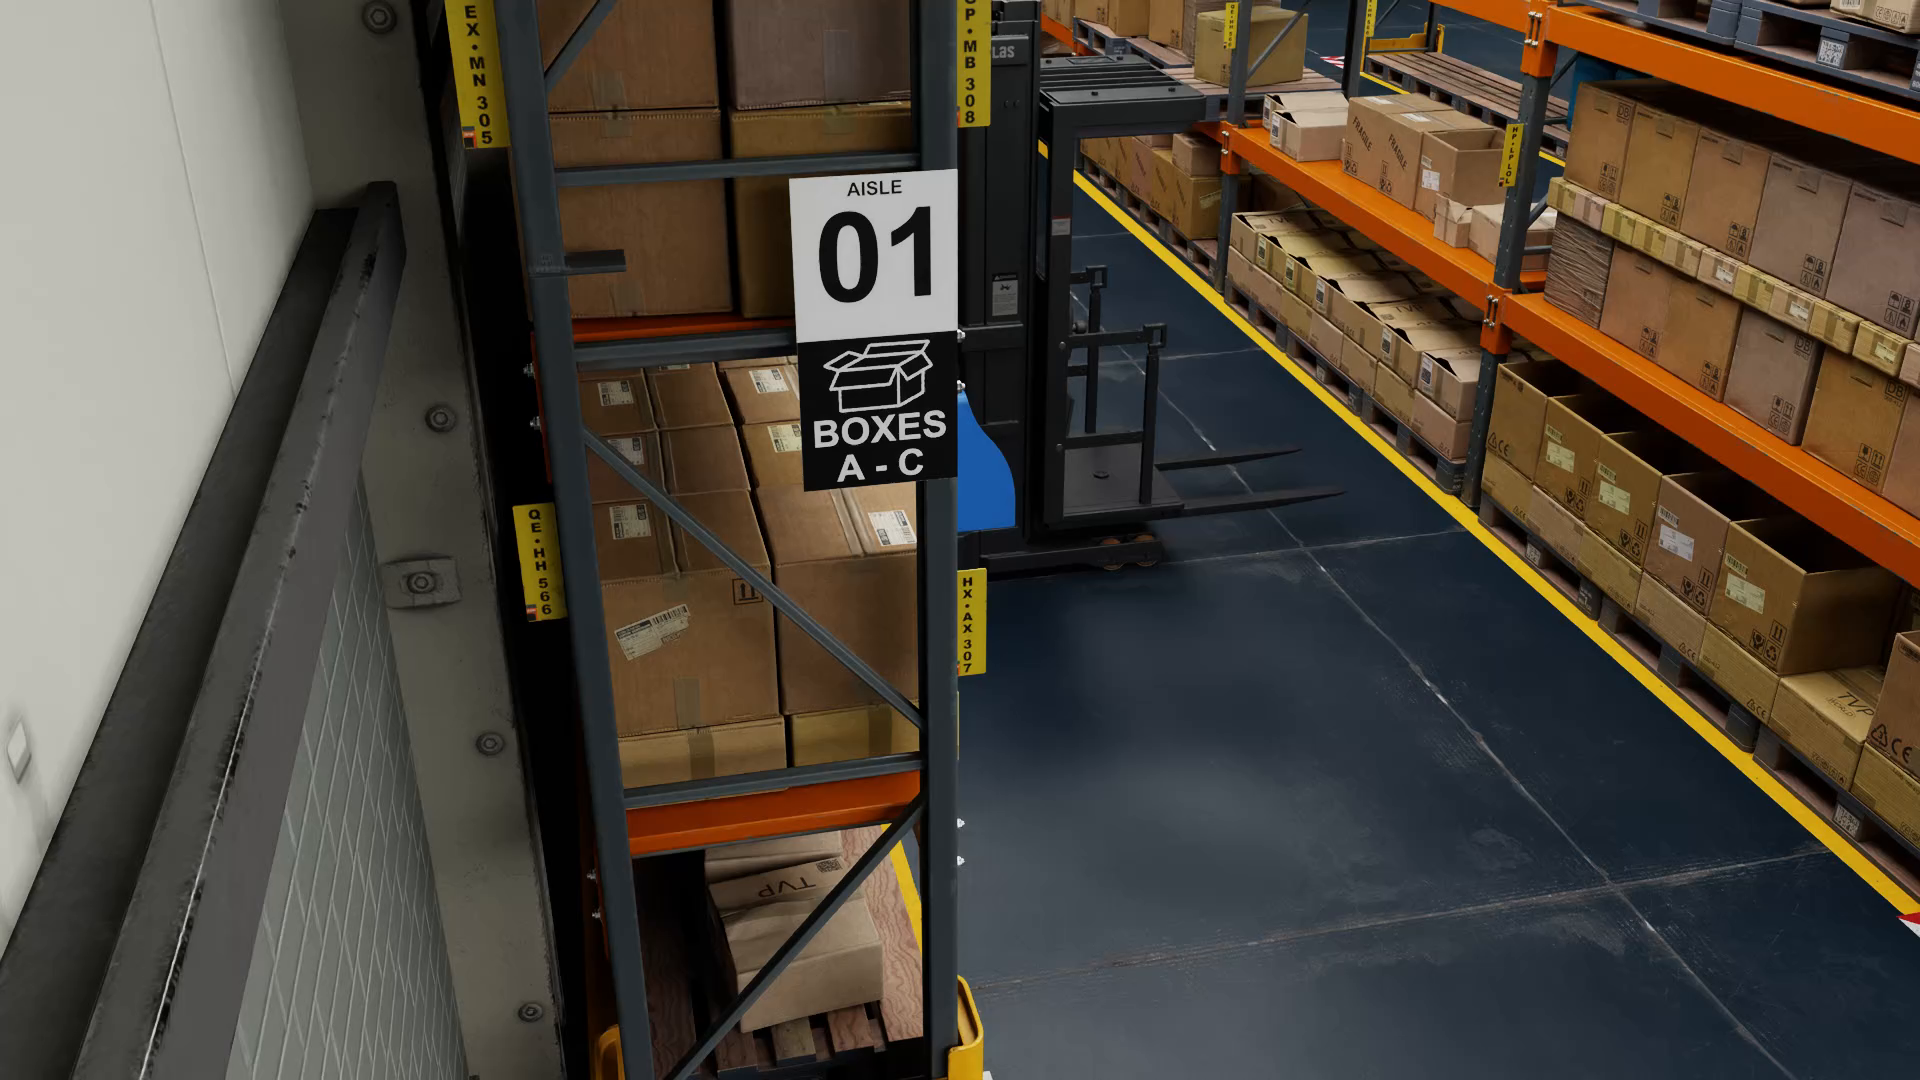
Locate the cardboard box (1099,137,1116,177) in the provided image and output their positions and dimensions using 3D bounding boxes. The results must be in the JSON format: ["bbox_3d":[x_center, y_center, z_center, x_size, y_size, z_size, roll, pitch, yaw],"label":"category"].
[{"bbox_3d":[1.617,-3.716,15.568,0.500,0.500,0.500,-6,27,-11],"label":"cardboard box"}]

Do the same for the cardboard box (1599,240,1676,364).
[{"bbox_3d":[3.649,-1.213,8.213,0.700,0.500,0.500,-6,27,-12],"label":"cardboard box"}]

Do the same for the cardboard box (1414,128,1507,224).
[{"bbox_3d":[3.142,-2.208,10.184,0.500,0.500,0.500,-4,27,-8],"label":"cardboard box"}]

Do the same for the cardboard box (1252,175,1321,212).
[{"bbox_3d":[2.692,-2.659,13.474,0.500,0.500,0.500,-5,27,-9],"label":"cardboard box"}]

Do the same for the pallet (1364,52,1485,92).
[{"bbox_3d":[5.688,-5.752,20.411,1.003,0.211,1.213,-6,27,-12],"label":"pallet"}]

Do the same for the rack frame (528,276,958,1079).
[{"bbox_3d":[-0.507,0.667,4.599,1.000,3.000,0.127,-6,27,-12],"label":"rack frame"}]

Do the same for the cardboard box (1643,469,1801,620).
[{"bbox_3d":[3.557,0.006,7.663,0.500,0.500,0.500,-6,27,-12],"label":"cardboard box"}]

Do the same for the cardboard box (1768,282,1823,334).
[{"bbox_3d":[3.695,-1.000,7.072,0.380,0.149,0.250,-6,27,-12],"label":"cardboard box"}]

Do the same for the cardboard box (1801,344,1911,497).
[{"bbox_3d":[3.997,-0.537,6.873,0.700,0.500,0.500,-6,27,-11],"label":"cardboard box"}]

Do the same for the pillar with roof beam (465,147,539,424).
[{"bbox_3d":[1.335,-5.301,9.766,9.100,9.000,0.400,-6,27,-12],"label":"pillar with roof beam"}]

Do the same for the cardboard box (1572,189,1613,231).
[{"bbox_3d":[3.346,-1.680,8.418,0.380,0.149,0.250,-6,27,-11],"label":"cardboard box"}]

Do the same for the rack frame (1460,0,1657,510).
[{"bbox_3d":[3.417,-1.593,9.078,1.000,3.000,0.127,-6,27,-12],"label":"rack frame"}]

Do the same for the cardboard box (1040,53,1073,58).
[{"bbox_3d":[1.186,-5.011,18.132,0.797,0.503,0.637,-6,27,-12],"label":"cardboard box"}]

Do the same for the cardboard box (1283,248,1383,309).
[{"bbox_3d":[2.587,-1.846,11.541,0.500,0.311,0.500,-7,28,-13],"label":"cardboard box"}]

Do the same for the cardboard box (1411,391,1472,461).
[{"bbox_3d":[3.042,-0.706,9.905,0.500,0.250,0.500,-6,27,-12],"label":"cardboard box"}]

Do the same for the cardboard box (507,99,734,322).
[{"bbox_3d":[-0.847,-0.883,4.208,0.500,0.500,0.500,-4,27,-8],"label":"cardboard box"}]

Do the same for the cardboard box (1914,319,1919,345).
[{"bbox_3d":[4.090,-0.921,6.195,0.700,0.500,0.500,-7,28,-13],"label":"cardboard box"}]

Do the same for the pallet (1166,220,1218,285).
[{"bbox_3d":[2.385,-2.436,13.842,1.003,0.211,1.213,-6,27,-12],"label":"pallet"}]

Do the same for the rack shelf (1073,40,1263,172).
[{"bbox_3d":[2.065,-3.906,14.458,1.077,0.370,4.000,-6,27,-12],"label":"rack shelf"}]

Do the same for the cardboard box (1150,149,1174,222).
[{"bbox_3d":[1.960,-3.044,14.237,0.500,0.500,0.500,-7,28,-13],"label":"cardboard box"}]

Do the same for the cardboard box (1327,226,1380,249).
[{"bbox_3d":[2.997,-2.127,12.098,0.500,0.311,0.500,-6,27,-12],"label":"cardboard box"}]

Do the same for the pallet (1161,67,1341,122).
[{"bbox_3d":[2.295,-3.554,13.175,1.213,0.211,1.003,-6,27,-12],"label":"pallet"}]

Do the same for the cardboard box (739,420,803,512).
[{"bbox_3d":[-0.423,-0.067,5.366,0.500,0.500,0.500,-6,27,-11],"label":"cardboard box"}]

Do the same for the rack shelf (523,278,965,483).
[{"bbox_3d":[-0.957,-1.228,5.824,1.077,0.370,4.000,-6,27,-12],"label":"rack shelf"}]

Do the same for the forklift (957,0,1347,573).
[{"bbox_3d":[0.613,-1.373,8.717,3.031,2.935,1.130,-6,27,-12],"label":"forklift"}]

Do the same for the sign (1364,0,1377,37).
[{"bbox_3d":[3.056,-3.924,12.410,0.100,0.325,0.005,-6,27,-12],"label":"sign"}]

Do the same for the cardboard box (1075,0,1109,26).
[{"bbox_3d":[1.503,-5.107,15.461,0.700,0.500,0.500,-16,31,-29],"label":"cardboard box"}]

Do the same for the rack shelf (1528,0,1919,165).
[{"bbox_3d":[3.868,-1.733,6.824,1.077,0.370,4.000,-6,27,-12],"label":"rack shelf"}]

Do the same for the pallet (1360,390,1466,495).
[{"bbox_3d":[3.213,-0.668,10.339,1.003,0.211,1.213,-6,27,-12],"label":"pallet"}]

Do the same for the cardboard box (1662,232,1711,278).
[{"bbox_3d":[3.521,-1.341,7.748,0.380,0.149,0.250,-7,28,-13],"label":"cardboard box"}]

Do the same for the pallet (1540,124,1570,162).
[{"bbox_3d":[6.575,-4.019,16.978,1.003,0.211,1.213,-6,27,-12],"label":"pallet"}]

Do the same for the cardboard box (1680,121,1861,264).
[{"bbox_3d":[3.751,-1.581,7.503,0.700,0.500,0.500,-6,27,-12],"label":"cardboard box"}]

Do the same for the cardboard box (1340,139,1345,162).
[{"bbox_3d":[2.858,-2.683,11.515,0.380,0.149,0.250,-4,27,-8],"label":"cardboard box"}]

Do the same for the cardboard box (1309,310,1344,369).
[{"bbox_3d":[2.700,-1.376,11.233,0.500,0.250,0.500,-5,27,-11],"label":"cardboard box"}]

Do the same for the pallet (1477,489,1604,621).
[{"bbox_3d":[3.556,0.005,9.006,1.003,0.211,1.213,-6,27,-12],"label":"pallet"}]

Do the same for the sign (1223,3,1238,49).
[{"bbox_3d":[1.989,-3.771,12.196,0.100,0.325,0.005,-6,27,-12],"label":"sign"}]

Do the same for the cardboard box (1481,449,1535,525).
[{"bbox_3d":[3.227,-0.319,9.138,0.500,0.250,0.500,-6,27,-12],"label":"cardboard box"}]

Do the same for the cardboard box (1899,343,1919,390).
[{"bbox_3d":[3.875,-0.657,6.393,0.380,0.149,0.250,-6,27,-11],"label":"cardboard box"}]

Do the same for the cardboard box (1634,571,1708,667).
[{"bbox_3d":[3.560,0.340,7.833,0.500,0.250,0.500,-6,27,-12],"label":"cardboard box"}]

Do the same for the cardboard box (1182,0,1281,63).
[{"bbox_3d":[2.244,-4.267,13.798,0.700,0.500,0.500,-1,27,-2],"label":"cardboard box"}]

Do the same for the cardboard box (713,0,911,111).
[{"bbox_3d":[-0.357,-1.365,4.054,0.500,0.500,0.500,-8,28,-15],"label":"cardboard box"}]

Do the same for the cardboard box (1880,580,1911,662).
[{"bbox_3d":[4.175,0.173,7.332,0.500,0.500,0.500,-6,27,-12],"label":"cardboard box"}]

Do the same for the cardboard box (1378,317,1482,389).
[{"bbox_3d":[2.923,-1.180,10.222,0.500,0.311,0.500,-5,27,-10],"label":"cardboard box"}]

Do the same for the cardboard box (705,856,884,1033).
[{"bbox_3d":[-0.575,1.359,5.725,0.500,0.311,0.500,-9,28,-17],"label":"cardboard box"}]

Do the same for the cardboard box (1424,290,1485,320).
[{"bbox_3d":[3.341,-1.458,10.772,0.500,0.311,0.500,-7,28,-13],"label":"cardboard box"}]

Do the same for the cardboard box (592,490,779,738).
[{"bbox_3d":[-0.820,0.205,4.826,0.500,0.500,0.500,-6,27,-12],"label":"cardboard box"}]

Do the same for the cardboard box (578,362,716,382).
[{"bbox_3d":[-1.158,-0.464,6.153,0.500,0.500,0.500,-6,27,-11],"label":"cardboard box"}]

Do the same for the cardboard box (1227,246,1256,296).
[{"bbox_3d":[2.348,-2.049,12.567,0.500,0.250,0.500,-6,27,-12],"label":"cardboard box"}]

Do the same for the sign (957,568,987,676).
[{"bbox_3d":[0.022,0.226,4.513,0.100,0.325,0.005,-6,27,-12],"label":"sign"}]

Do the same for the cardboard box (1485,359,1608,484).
[{"bbox_3d":[3.217,-0.653,8.967,0.500,0.500,0.500,-6,27,-12],"label":"cardboard box"}]

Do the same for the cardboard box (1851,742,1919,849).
[{"bbox_3d":[3.910,0.997,6.530,0.500,0.250,0.500,-6,27,-12],"label":"cardboard box"}]
